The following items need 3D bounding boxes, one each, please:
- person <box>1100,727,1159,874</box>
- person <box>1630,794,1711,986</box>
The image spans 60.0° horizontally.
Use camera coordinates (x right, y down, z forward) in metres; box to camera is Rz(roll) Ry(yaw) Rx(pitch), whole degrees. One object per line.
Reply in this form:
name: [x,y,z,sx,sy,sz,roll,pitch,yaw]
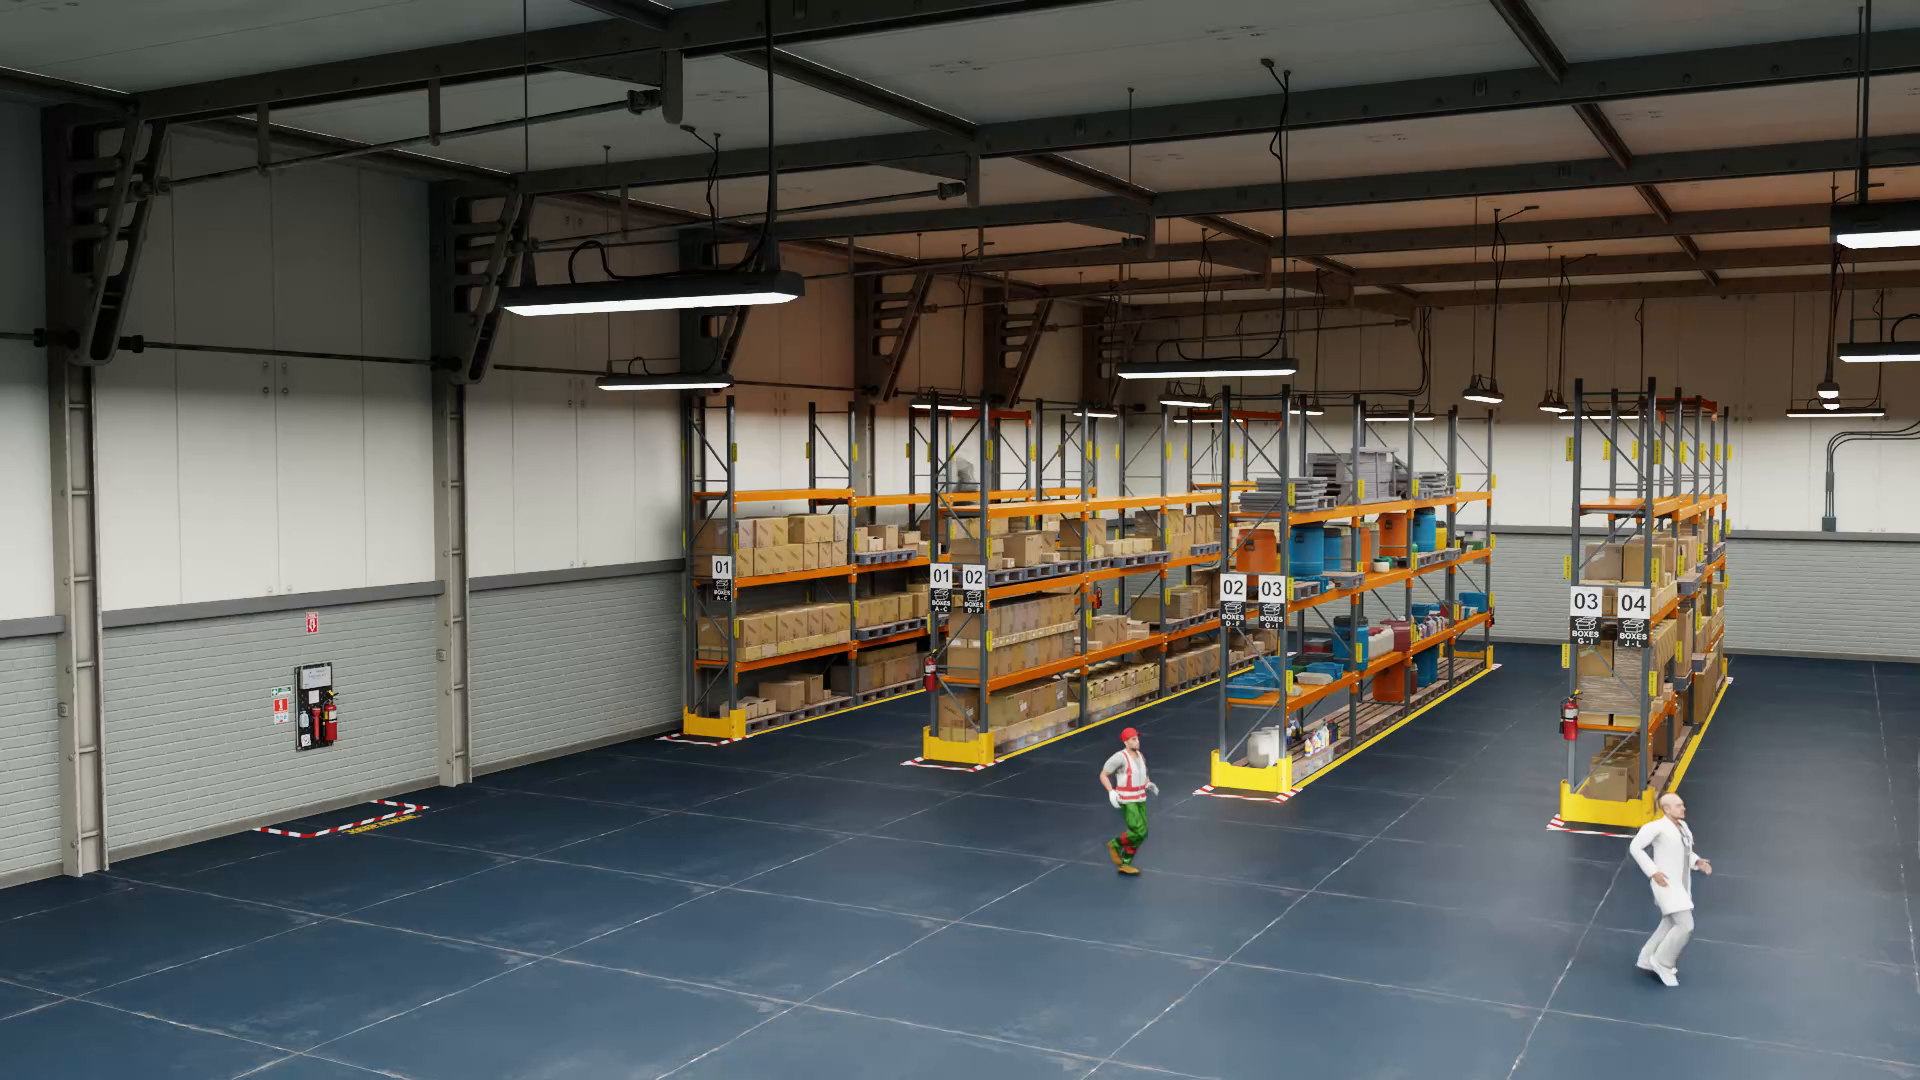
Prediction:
person: [2.052,3.093,19.679,0.656,1.739,0.587,-3,4,-44]
person: [6.729,3.312,15.709,0.687,1.827,0.687,-2,4,-39]
